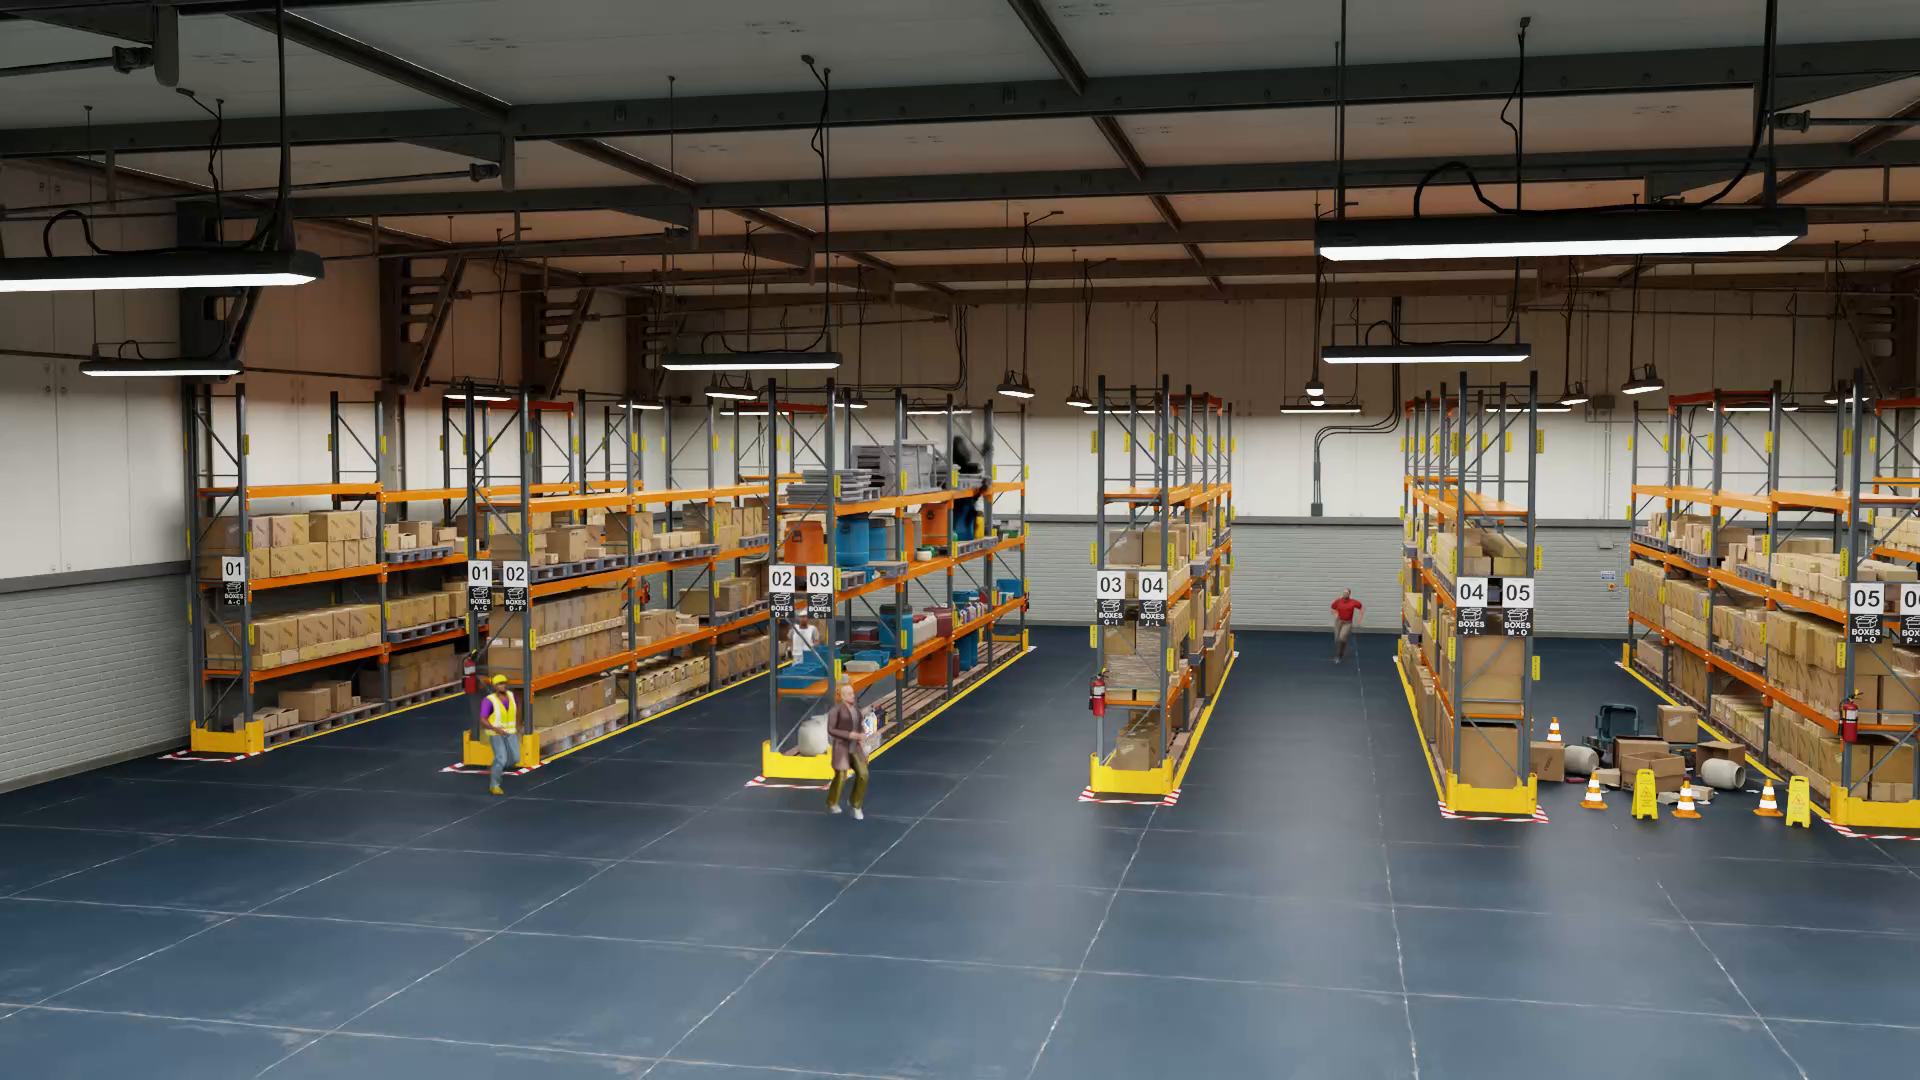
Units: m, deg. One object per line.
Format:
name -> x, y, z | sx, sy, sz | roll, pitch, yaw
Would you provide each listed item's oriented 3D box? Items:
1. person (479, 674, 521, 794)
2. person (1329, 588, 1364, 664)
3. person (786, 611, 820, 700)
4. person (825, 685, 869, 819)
person -> -6.559, 2.783, 23.881 | 0.644, 1.725, 0.737 | 3, 4, 41
person -> 8.846, 1.989, 38.183 | 0.714, 1.771, 0.754 | 2, 4, 34
person -> -3.045, 2.244, 32.114 | 0.670, 1.735, 0.604 | 0, 3, 1
person -> -1.497, 2.865, 22.294 | 0.728, 1.860, 0.809 | -3, 4, -42
